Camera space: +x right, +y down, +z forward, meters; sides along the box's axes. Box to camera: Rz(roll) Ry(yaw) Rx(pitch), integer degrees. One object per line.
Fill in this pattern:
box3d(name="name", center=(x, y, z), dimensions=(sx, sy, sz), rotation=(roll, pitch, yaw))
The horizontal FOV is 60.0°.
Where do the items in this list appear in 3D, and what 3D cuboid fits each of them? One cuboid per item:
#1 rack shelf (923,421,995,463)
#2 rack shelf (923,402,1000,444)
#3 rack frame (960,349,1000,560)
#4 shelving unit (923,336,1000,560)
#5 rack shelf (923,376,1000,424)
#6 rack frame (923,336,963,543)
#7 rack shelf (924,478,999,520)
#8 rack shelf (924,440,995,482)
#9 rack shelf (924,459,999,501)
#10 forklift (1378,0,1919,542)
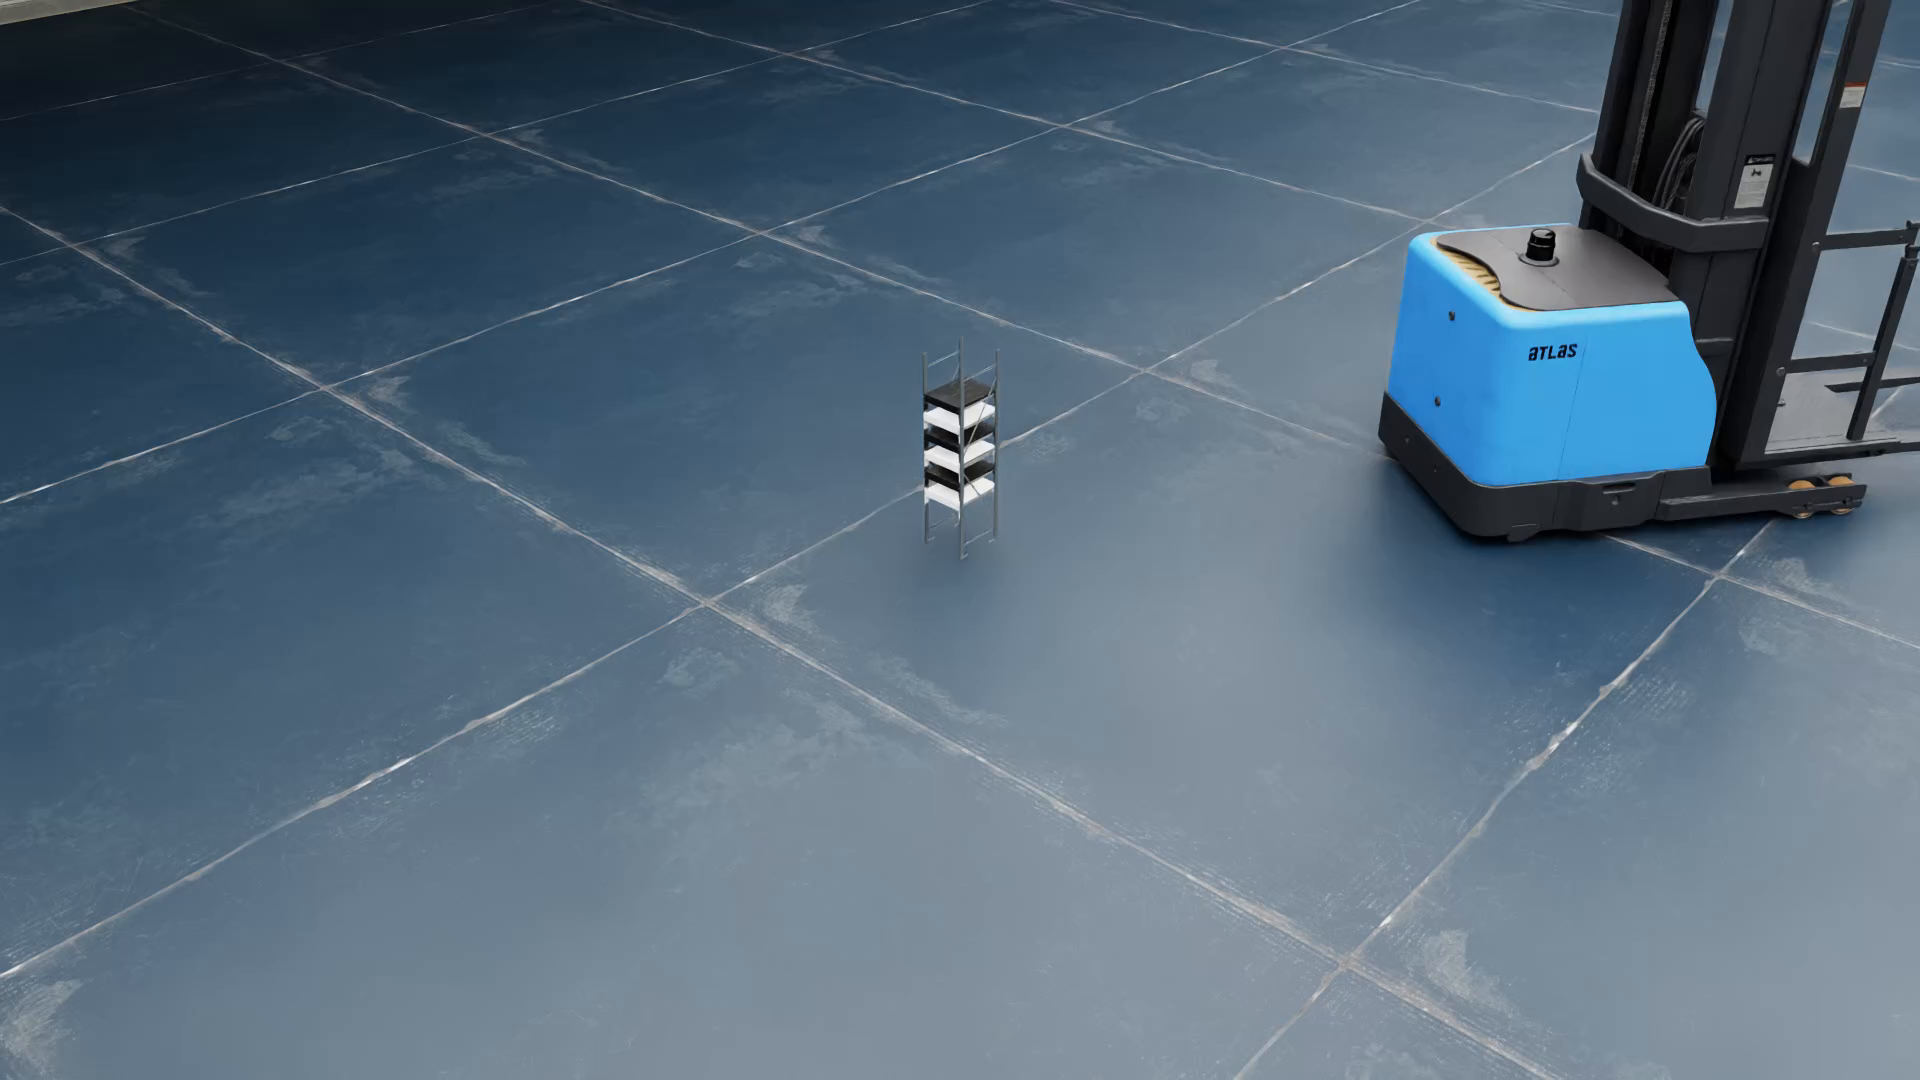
box3d(name="rack shelf", center=(0.006, -0.431, 6.984), dimensions=(0.200, 0.077, 0.258), rotation=(25, 39, 35))
box3d(name="rack shelf", center=(0.006, -0.508, 6.938), dimensions=(0.200, 0.077, 0.258), rotation=(25, 39, 35))
box3d(name="rack frame", center=(0.081, -0.348, 6.955), dimensions=(0.006, 0.900, 0.240), rotation=(25, 39, 35))
box3d(name="shelving unit", center=(0.006, -0.383, 7.013), dimensions=(0.210, 0.900, 0.258), rotation=(25, 39, 35))
box3d(name="rack shelf", center=(0.006, -0.585, 6.891), dimensions=(0.200, 0.077, 0.258), rotation=(25, 39, 35))
box3d(name="rack frame", center=(-0.069, -0.418, 7.072), dimensions=(0.006, 0.900, 0.240), rotation=(25, 39, 35))
box3d(name="rack shelf", center=(0.006, -0.200, 7.123), dimensions=(0.200, 0.077, 0.258), rotation=(25, 39, 35))
box3d(name="rack shelf", center=(0.006, -0.354, 7.030), dimensions=(0.200, 0.077, 0.258), rotation=(25, 39, 35))
box3d(name="rack shelf", center=(0.006, -0.277, 7.077), dimensions=(0.200, 0.077, 0.258), rotation=(25, 39, 35))
box3d(name="forklift", center=(3.563, -1.614, 7.089), dimensions=(3.031, 2.935, 1.130), rotation=(-6, 32, -9))
